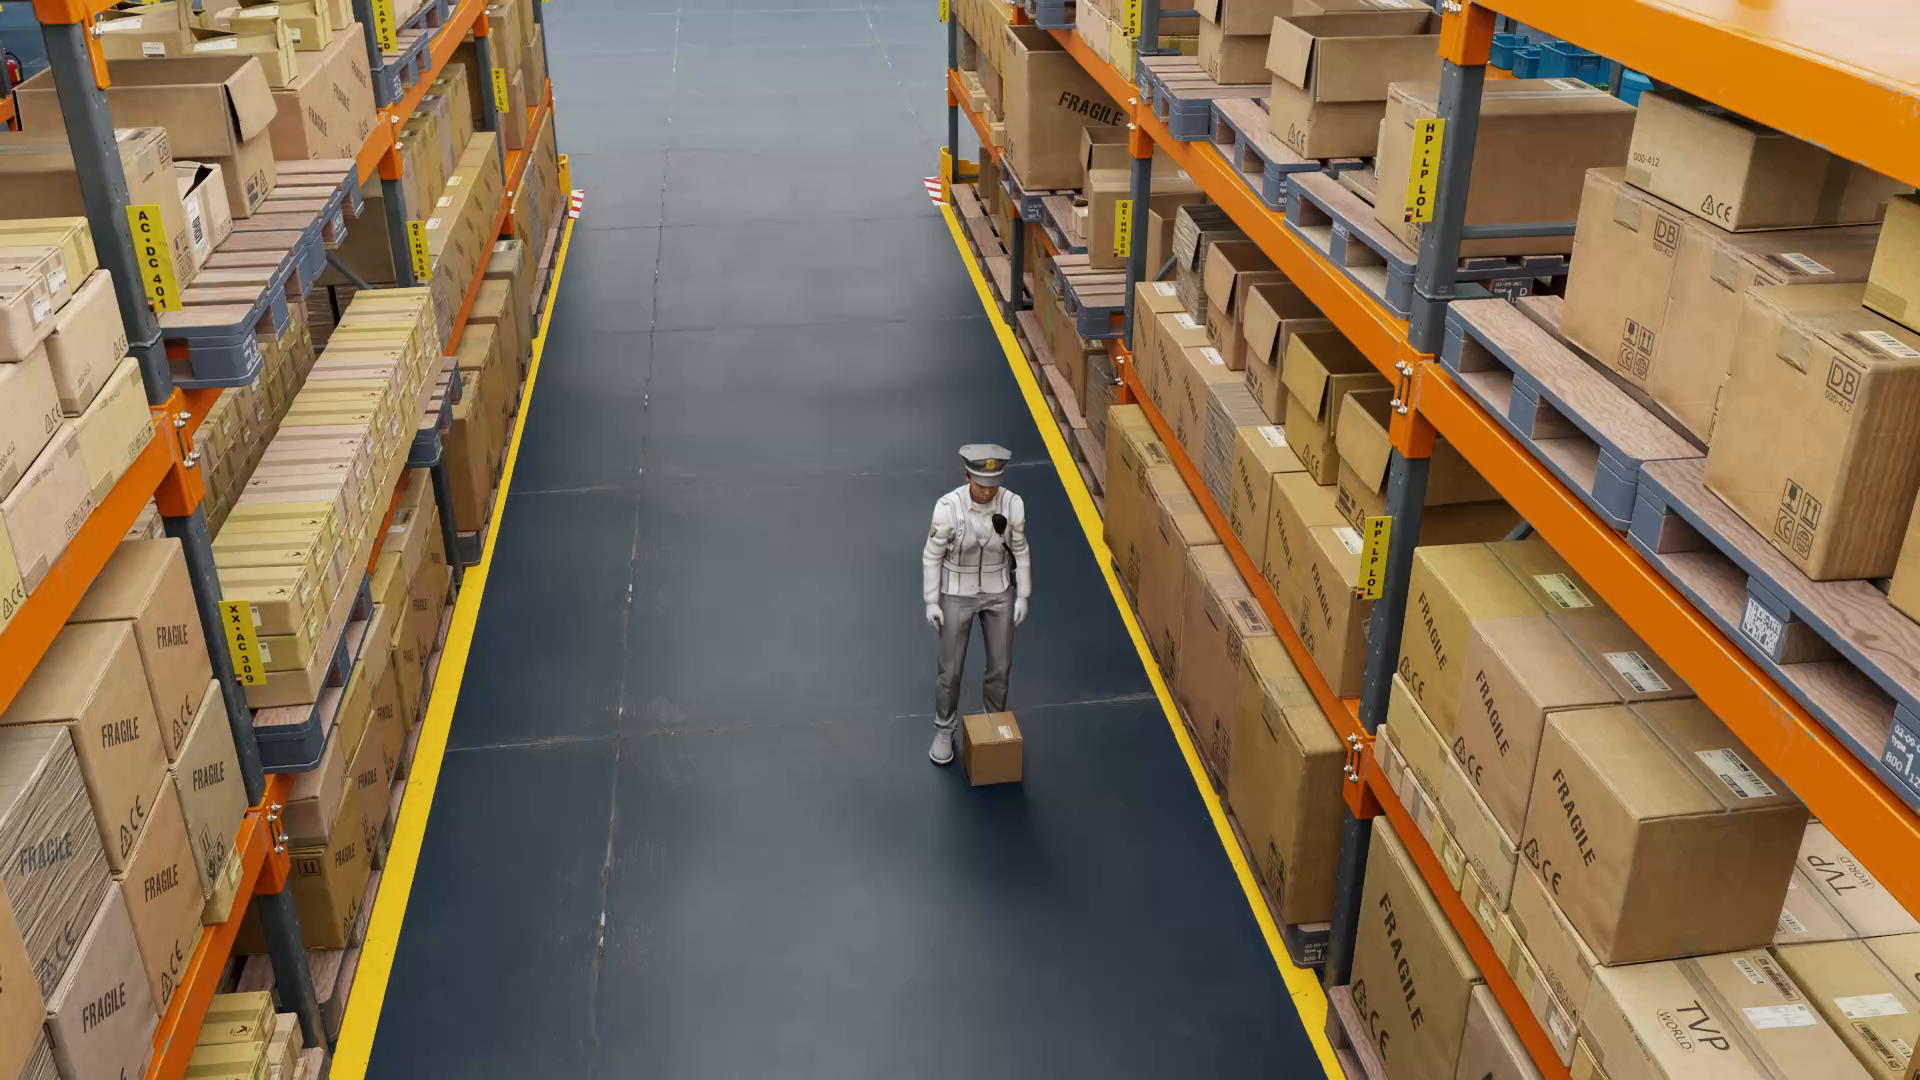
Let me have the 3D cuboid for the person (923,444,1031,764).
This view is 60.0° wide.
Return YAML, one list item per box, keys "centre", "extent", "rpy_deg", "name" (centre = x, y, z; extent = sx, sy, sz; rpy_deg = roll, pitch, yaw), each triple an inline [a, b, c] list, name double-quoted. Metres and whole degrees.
- centre: [0.085, 0.290, 8.054]
  extent: [0.527, 1.663, 0.375]
  rpy_deg: [-4, 28, -8]
  name: "person"
